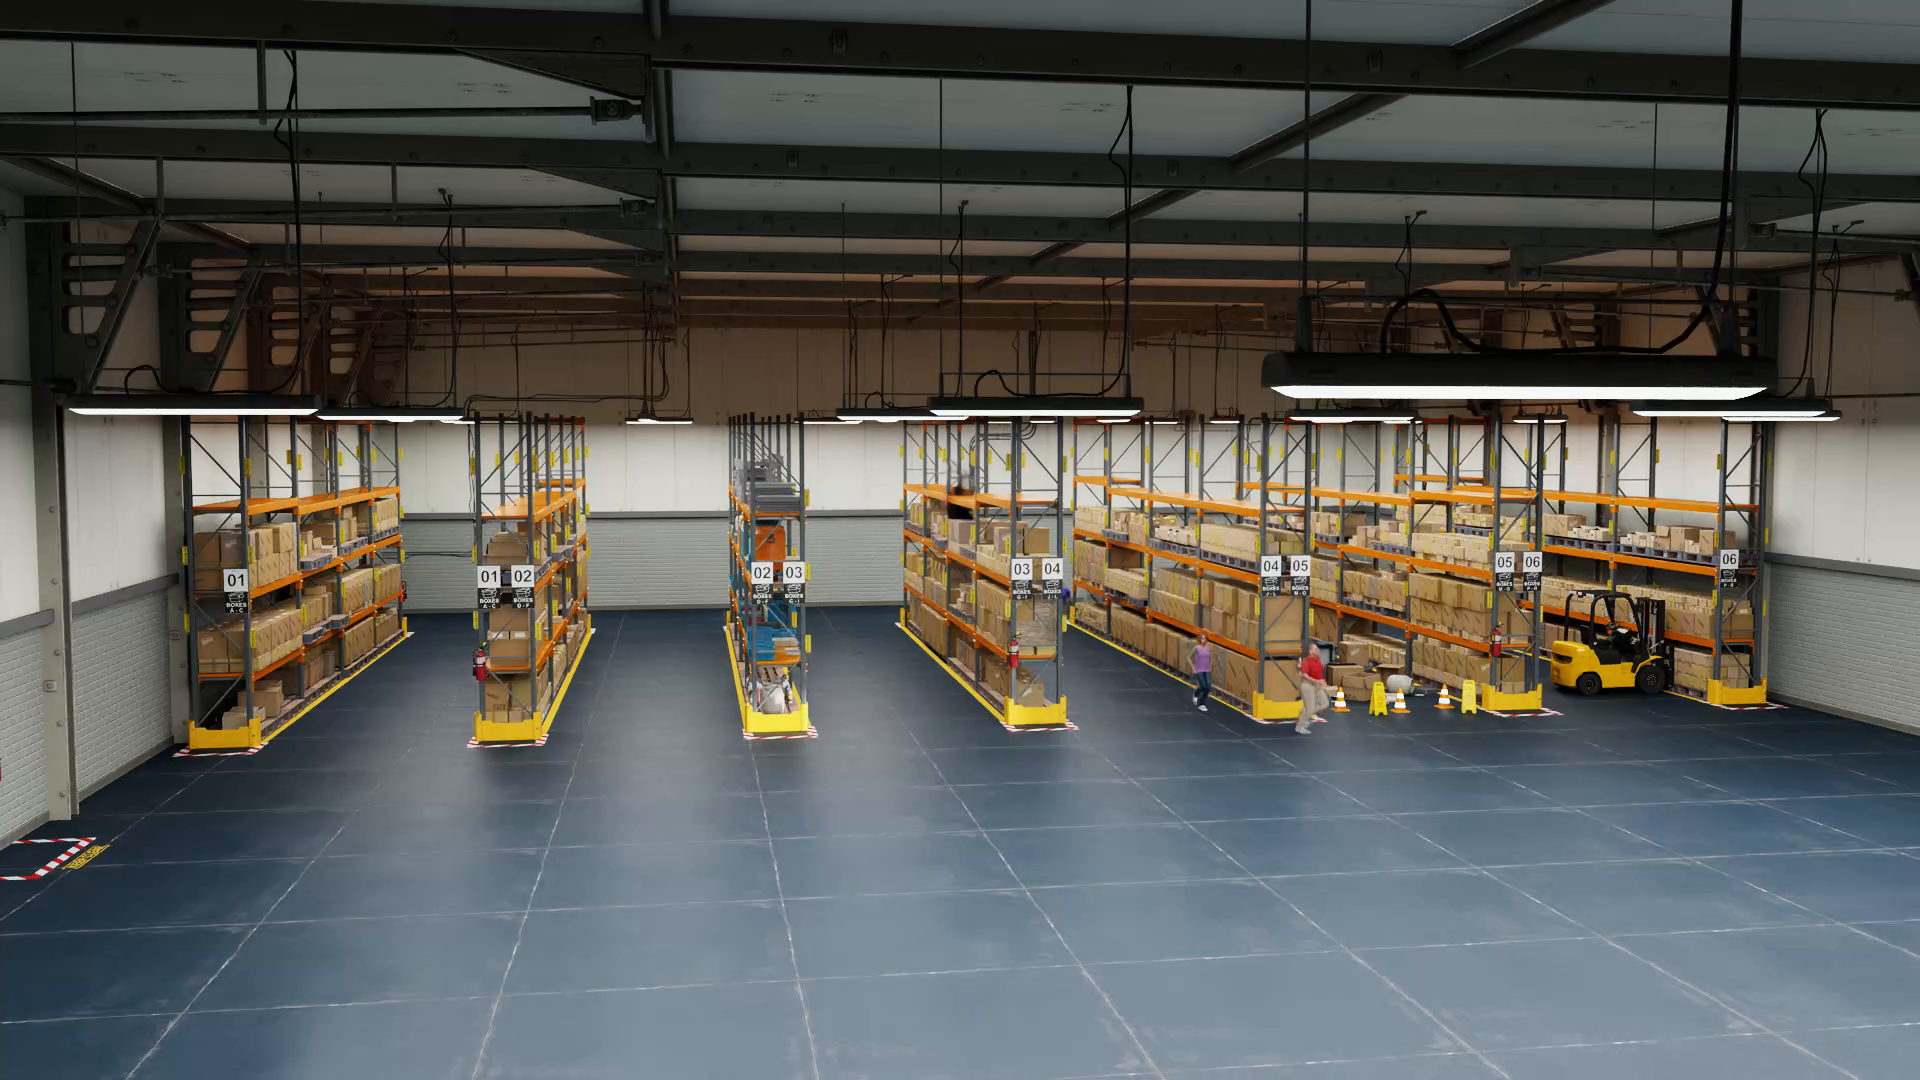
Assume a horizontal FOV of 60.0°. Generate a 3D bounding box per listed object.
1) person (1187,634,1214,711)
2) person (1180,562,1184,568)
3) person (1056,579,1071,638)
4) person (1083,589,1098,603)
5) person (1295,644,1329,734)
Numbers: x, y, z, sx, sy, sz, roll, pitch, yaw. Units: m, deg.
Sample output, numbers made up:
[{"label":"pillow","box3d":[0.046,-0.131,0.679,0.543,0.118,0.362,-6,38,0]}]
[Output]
[{"label":"person","box3d":[4.898,2.667,33.510,0.526,1.548,0.508,-1,4,-18]},{"label":"person","box3d":[6.741,1.431,50.477,0.580,1.720,0.707,-1,4,-9]},{"label":"person","box3d":[2.747,1.852,44.943,0.558,1.621,0.600,-1,4,-8]},{"label":"person","box3d":[3.950,1.549,49.768,0.532,1.594,0.651,0,4,4]},{"label":"person","box3d":[6.617,2.776,31.023,0.685,1.685,0.697,4,5,44]}]
